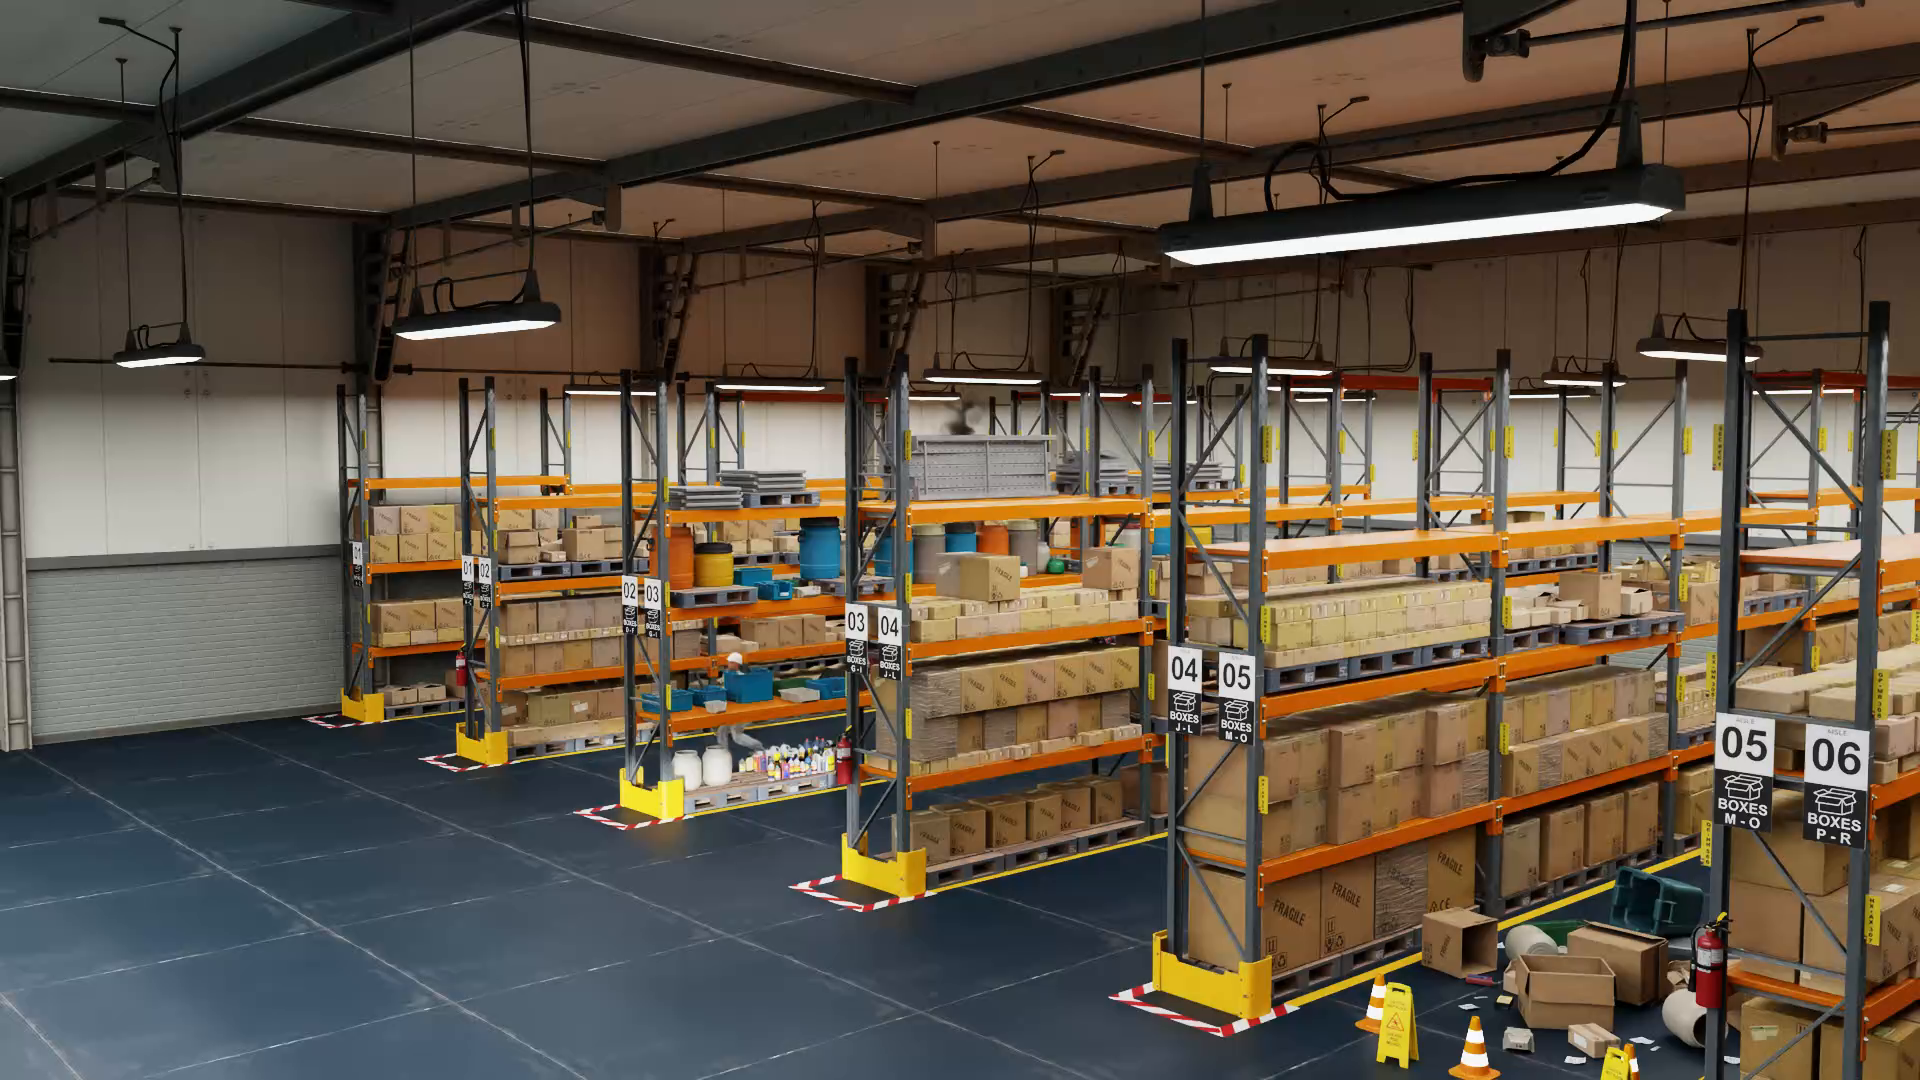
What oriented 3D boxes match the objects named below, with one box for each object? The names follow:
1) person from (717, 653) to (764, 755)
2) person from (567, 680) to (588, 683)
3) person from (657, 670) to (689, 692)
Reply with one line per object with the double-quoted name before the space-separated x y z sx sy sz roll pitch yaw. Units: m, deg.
"person" -3.448 2.600 25.426 0.913 1.759 0.667 -3 5 -39
"person" -6.646 2.443 29.037 0.618 1.652 0.550 4 5 44
"person" -5.243 2.273 30.365 0.643 1.844 0.875 3 5 38
